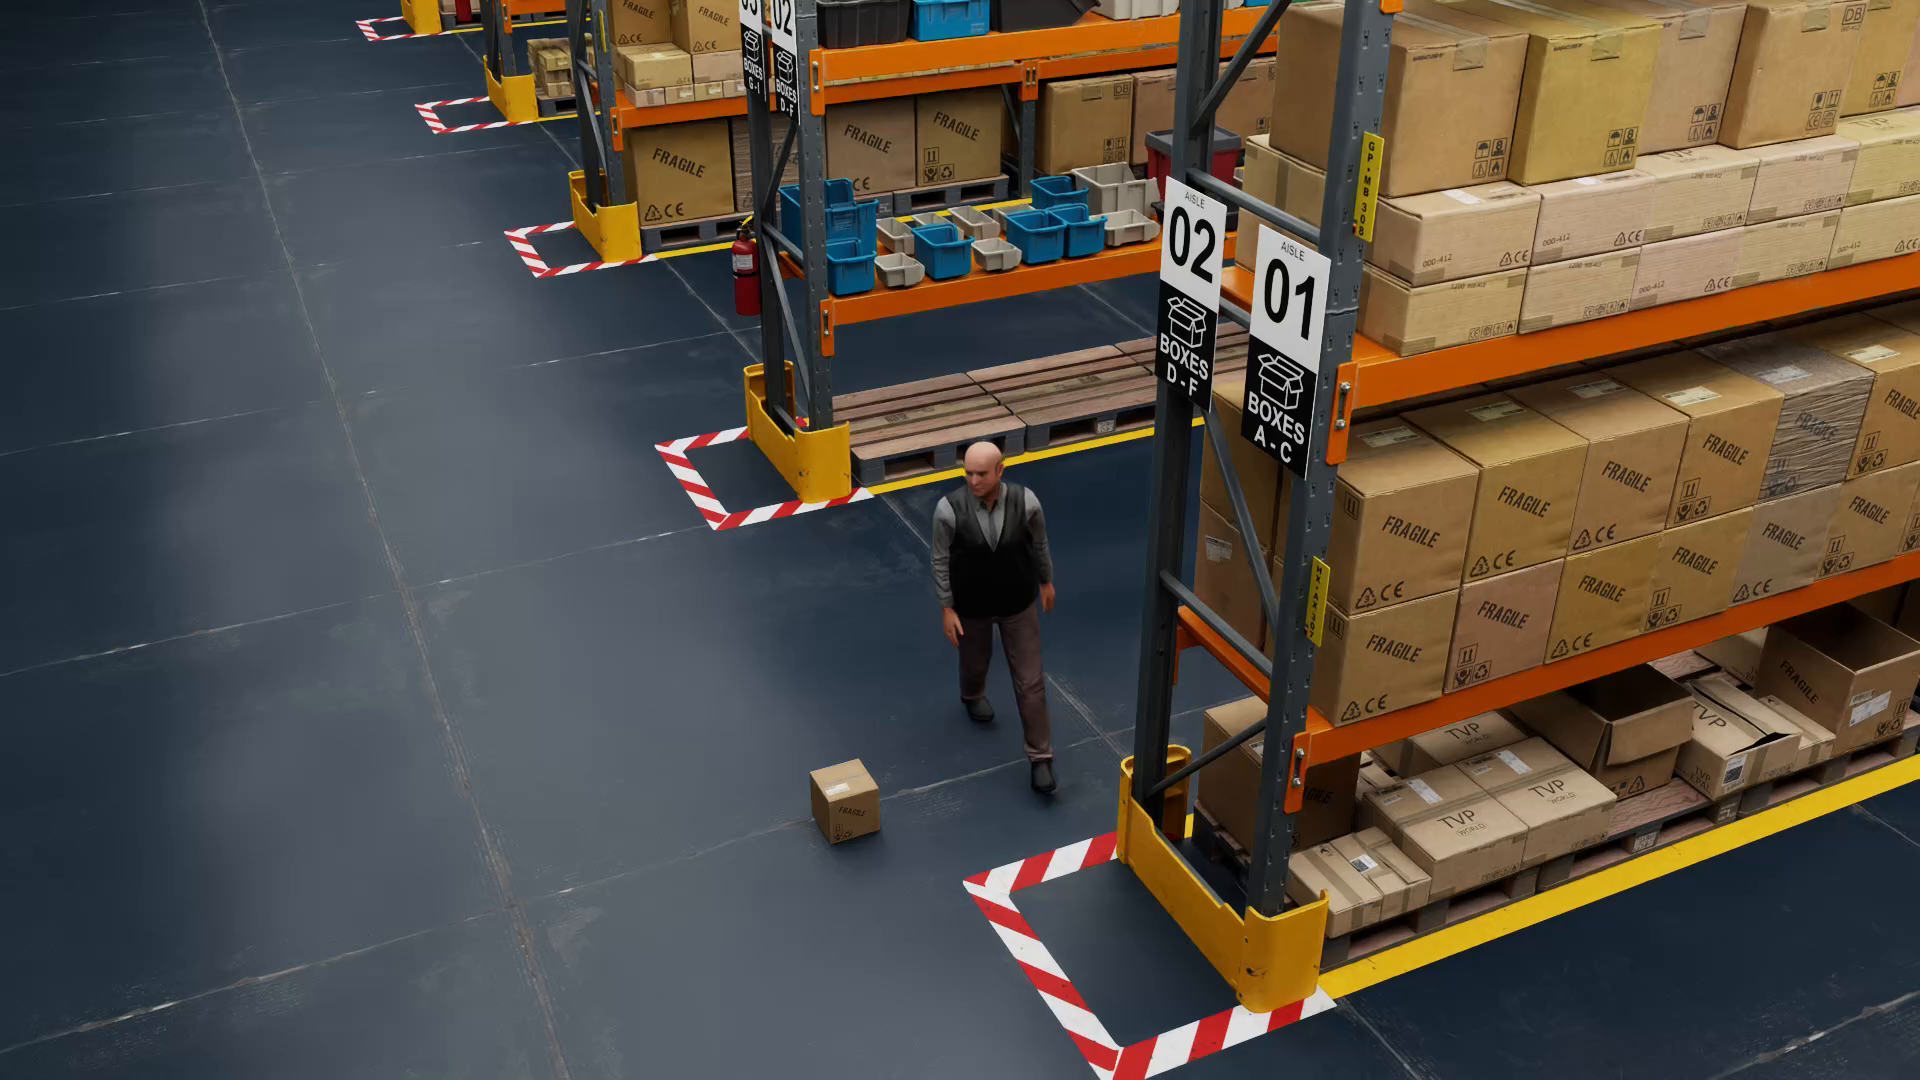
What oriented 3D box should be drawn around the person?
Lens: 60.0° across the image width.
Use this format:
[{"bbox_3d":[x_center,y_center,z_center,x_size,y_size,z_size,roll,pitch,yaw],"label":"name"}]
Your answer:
[{"bbox_3d":[0.175,0.319,7.928,0.619,1.670,0.949,-3,29,-5],"label":"person"}]
